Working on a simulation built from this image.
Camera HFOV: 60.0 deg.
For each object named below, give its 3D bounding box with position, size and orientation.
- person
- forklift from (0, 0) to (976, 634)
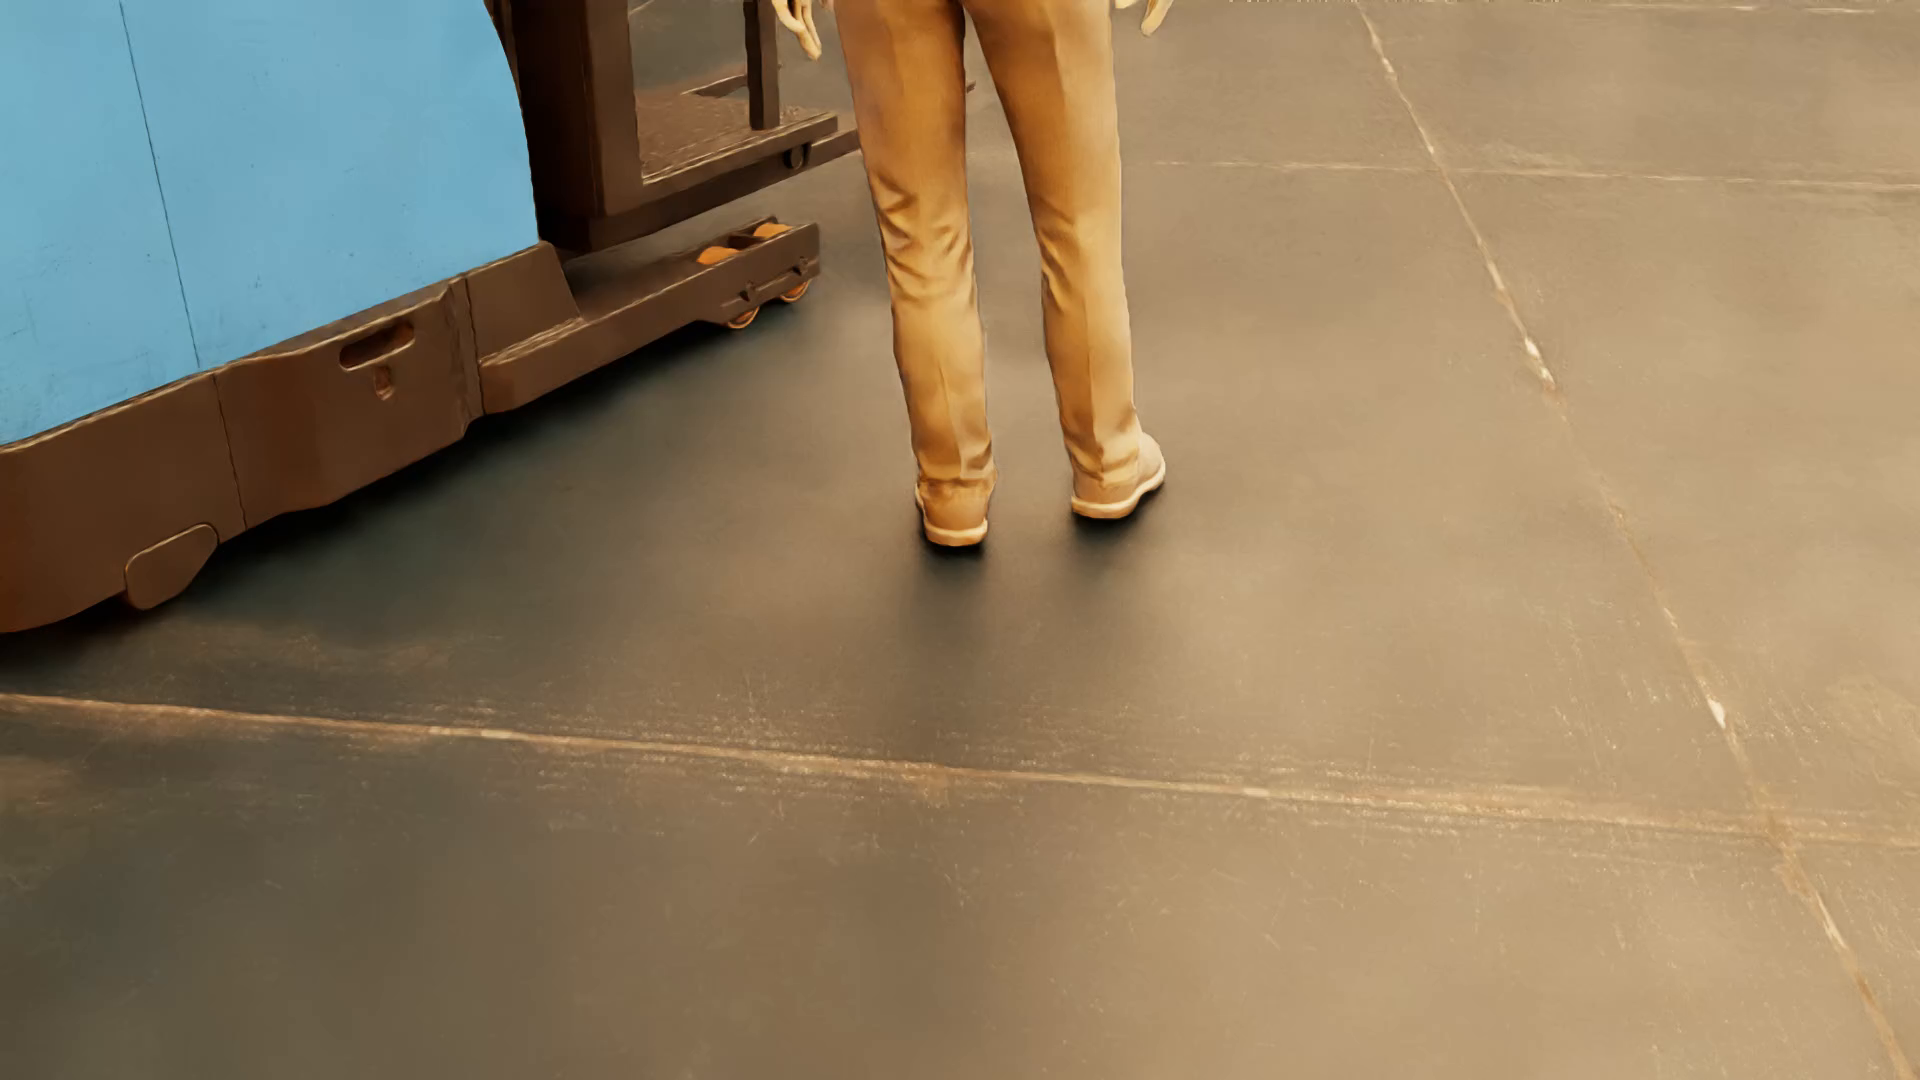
[{"bbox_3d":[0.016,-0.795,2.177,0.586,1.695,0.532,3,27,7],"label":"person"},{"bbox_3d":[-0.952,-1.818,2.860,1.130,2.935,3.031,13,29,24],"label":"forklift"}]
